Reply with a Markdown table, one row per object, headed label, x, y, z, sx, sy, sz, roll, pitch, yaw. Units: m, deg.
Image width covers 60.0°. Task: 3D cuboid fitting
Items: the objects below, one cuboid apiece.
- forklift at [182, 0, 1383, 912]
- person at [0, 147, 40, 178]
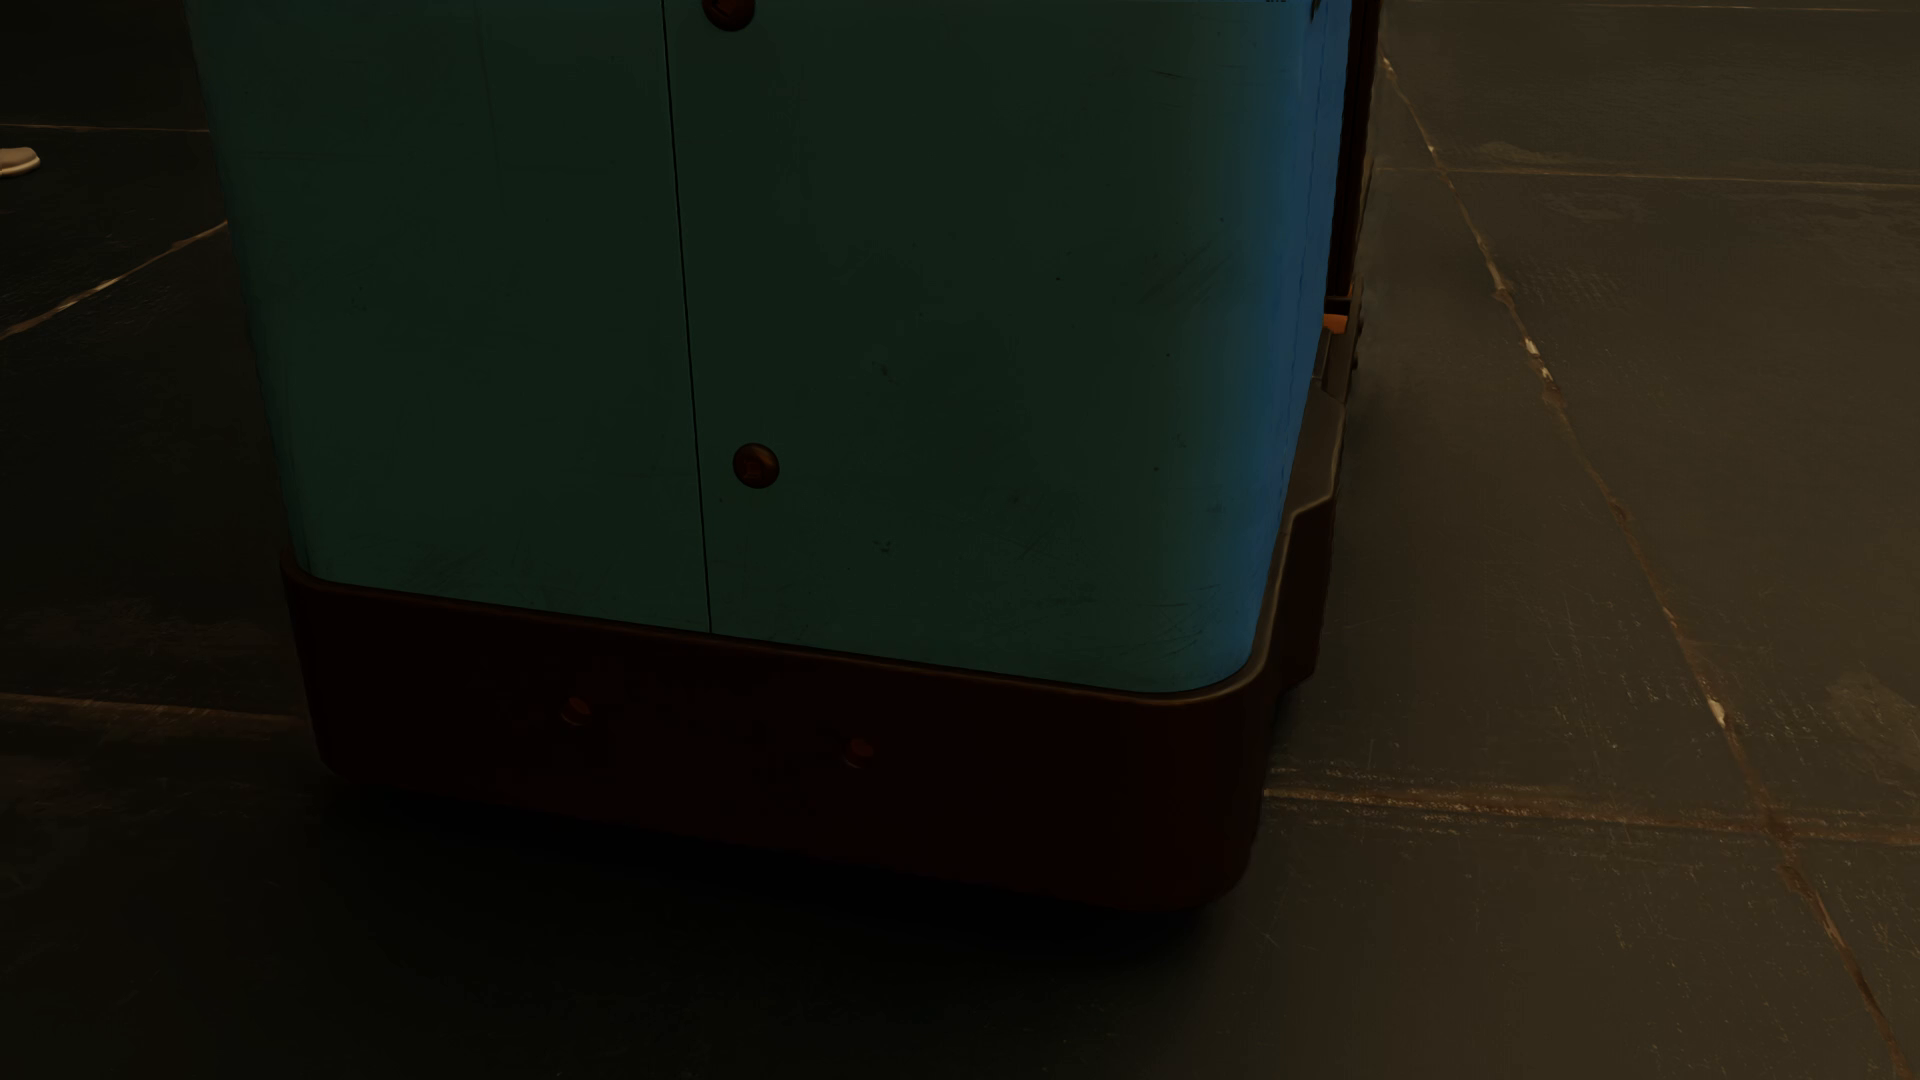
| label | x | y | z | sx | sy | sz | roll | pitch | yaw |
| --- | --- | --- | --- | --- | --- | --- | --- | --- | --- |
| forklift | 0.144 | -1.588 | 2.400 | 1.130 | 2.935 | 3.031 | 7 | 27 | 13 |
| person | -2.690 | -1.695 | 4.089 | 0.800 | 1.660 | 0.723 | 15 | 30 | 27 |
